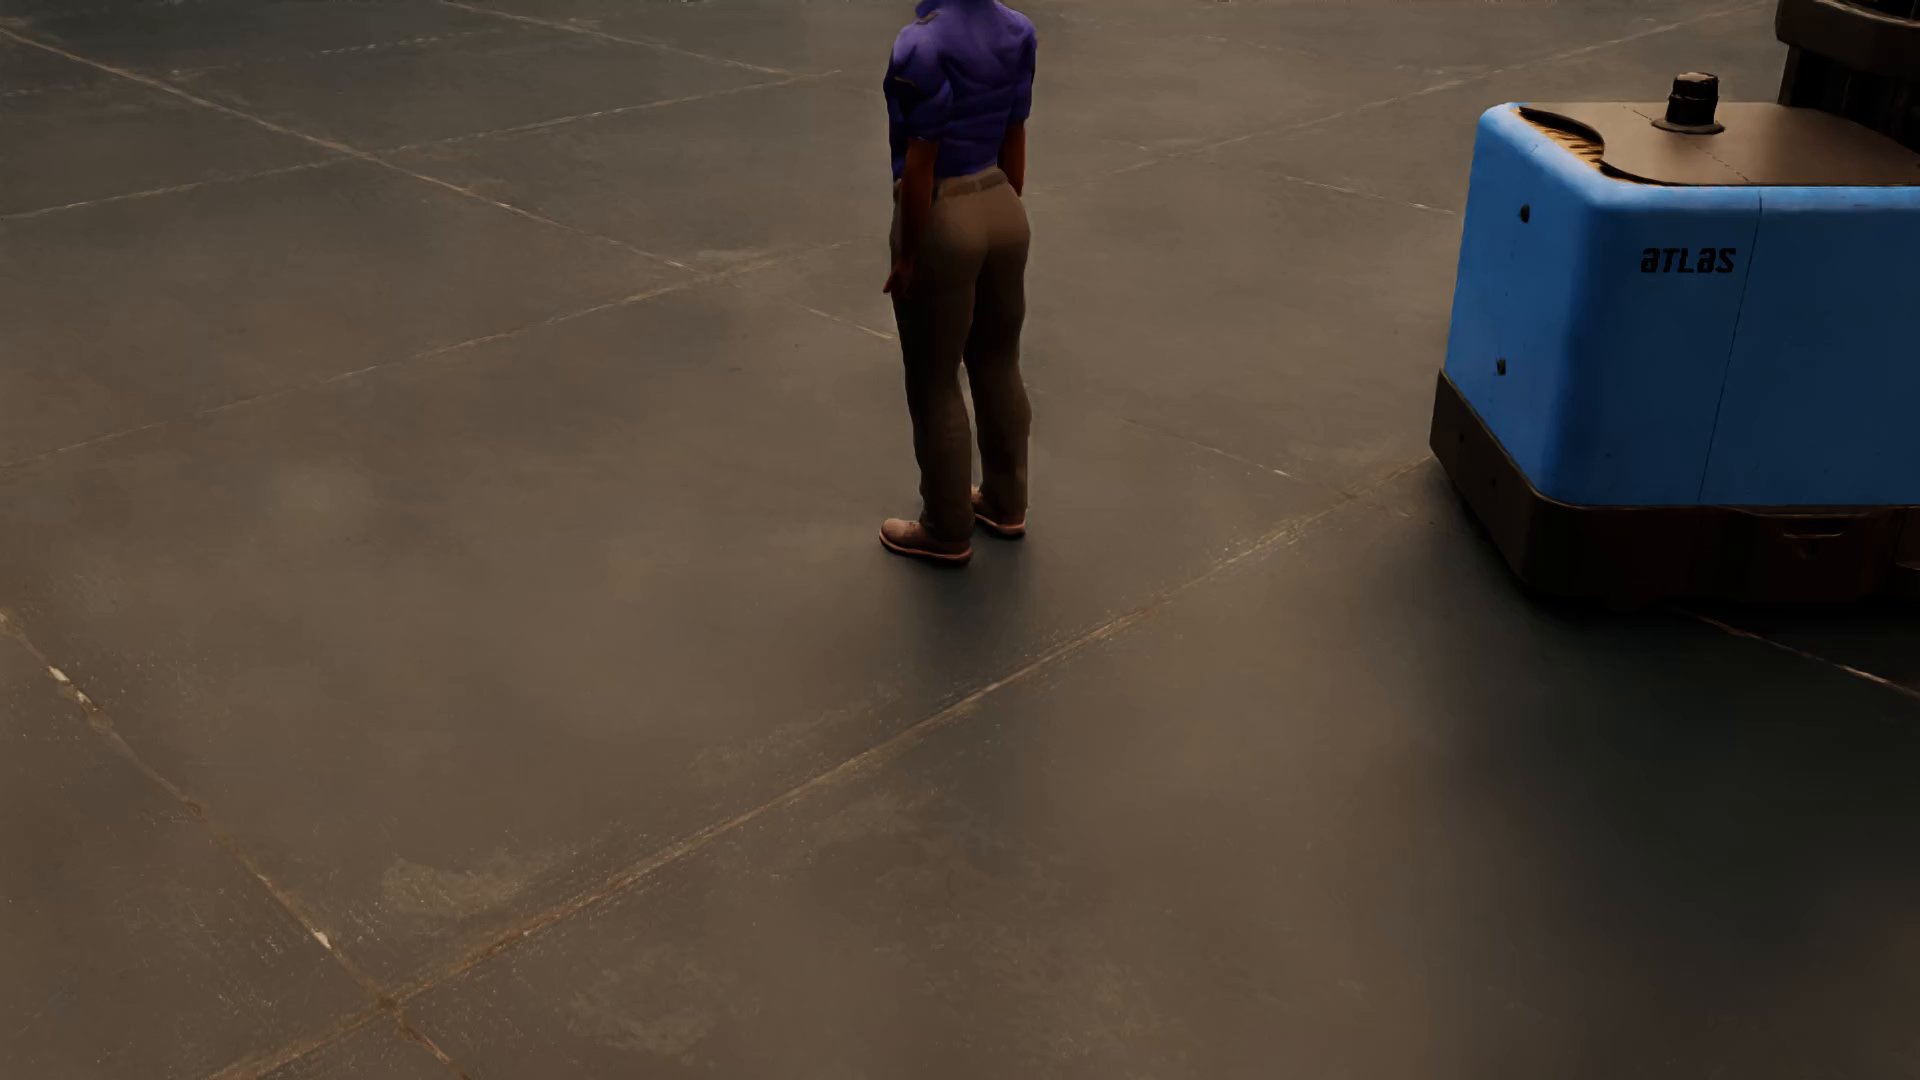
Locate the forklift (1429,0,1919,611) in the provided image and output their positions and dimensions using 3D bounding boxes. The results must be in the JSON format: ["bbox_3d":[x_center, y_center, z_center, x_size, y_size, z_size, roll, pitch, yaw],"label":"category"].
[{"bbox_3d":[2.917,-1.349,3.965,3.031,2.935,1.130,0,26,0],"label":"forklift"}]

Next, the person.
[{"bbox_3d":[-0.012,-0.753,4.197,0.446,1.662,0.320,-24,35,-39],"label":"person"}]
